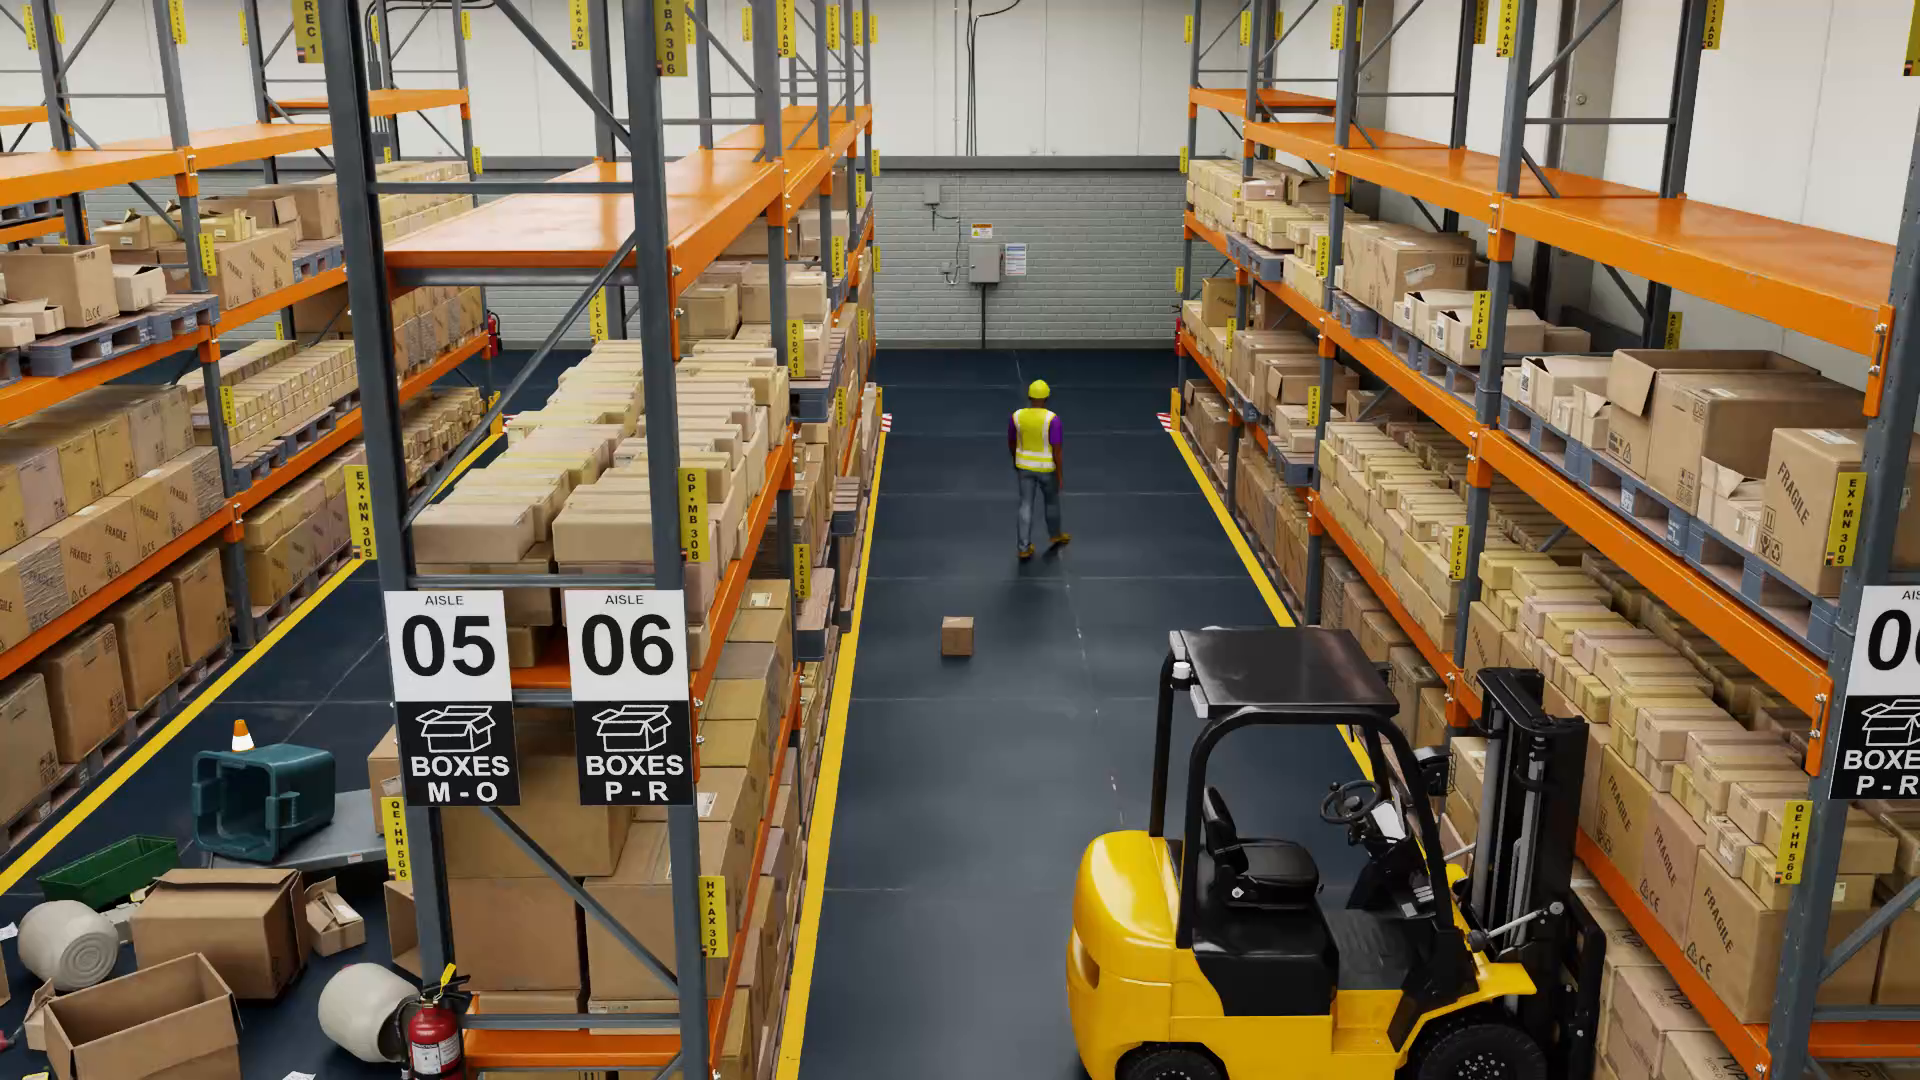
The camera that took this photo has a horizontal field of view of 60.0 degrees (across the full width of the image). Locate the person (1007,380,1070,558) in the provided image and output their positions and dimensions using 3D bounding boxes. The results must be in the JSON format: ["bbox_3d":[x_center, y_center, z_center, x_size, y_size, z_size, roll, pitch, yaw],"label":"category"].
[{"bbox_3d":[0.786,-0.751,16.410,0.612,1.726,0.942,6,18,18],"label":"person"}]
